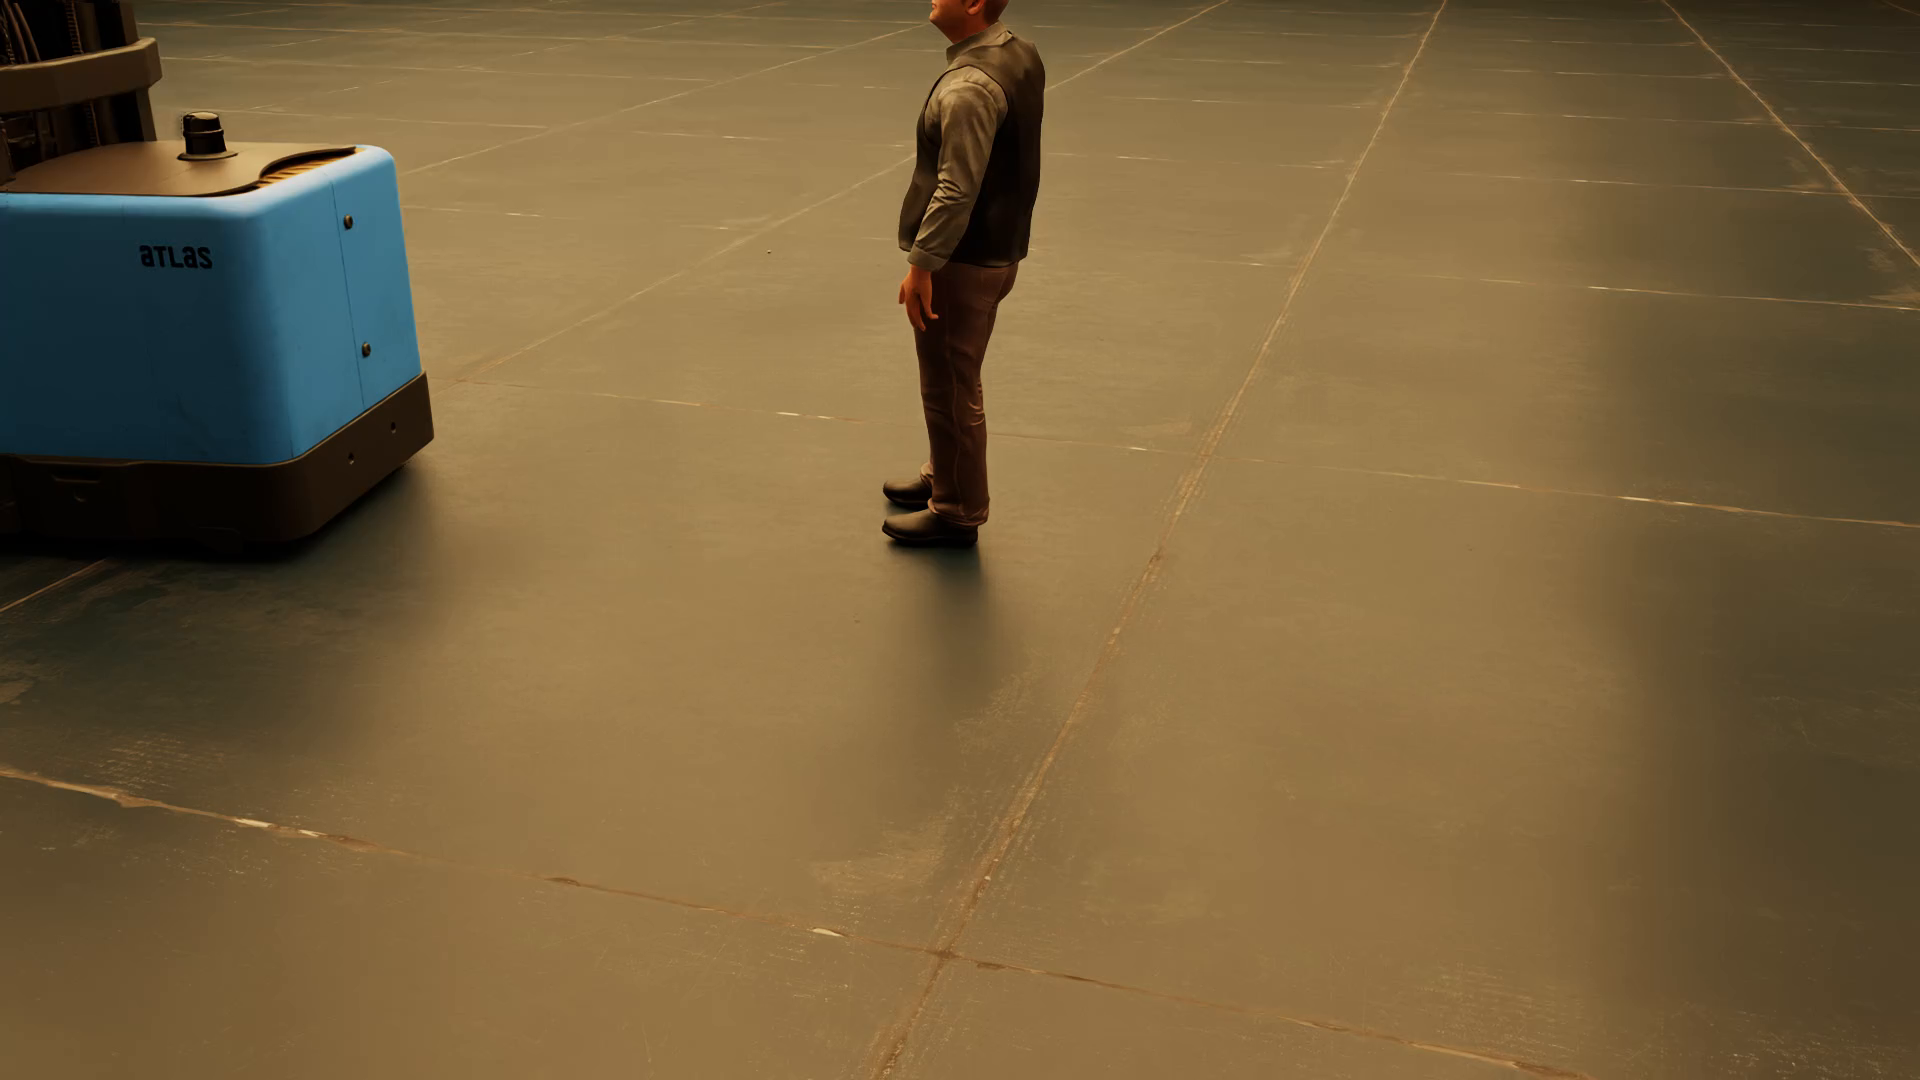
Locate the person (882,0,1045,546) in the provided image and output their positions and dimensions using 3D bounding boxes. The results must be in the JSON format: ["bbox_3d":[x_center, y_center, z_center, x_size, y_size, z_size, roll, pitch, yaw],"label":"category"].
[{"bbox_3d":[-0.056,-0.813,4.814,0.568,1.720,0.632,7,23,16],"label":"person"}]

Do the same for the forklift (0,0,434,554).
[{"bbox_3d":[-3.386,-1.545,5.022,3.031,2.935,1.130,3,23,7],"label":"forklift"}]
